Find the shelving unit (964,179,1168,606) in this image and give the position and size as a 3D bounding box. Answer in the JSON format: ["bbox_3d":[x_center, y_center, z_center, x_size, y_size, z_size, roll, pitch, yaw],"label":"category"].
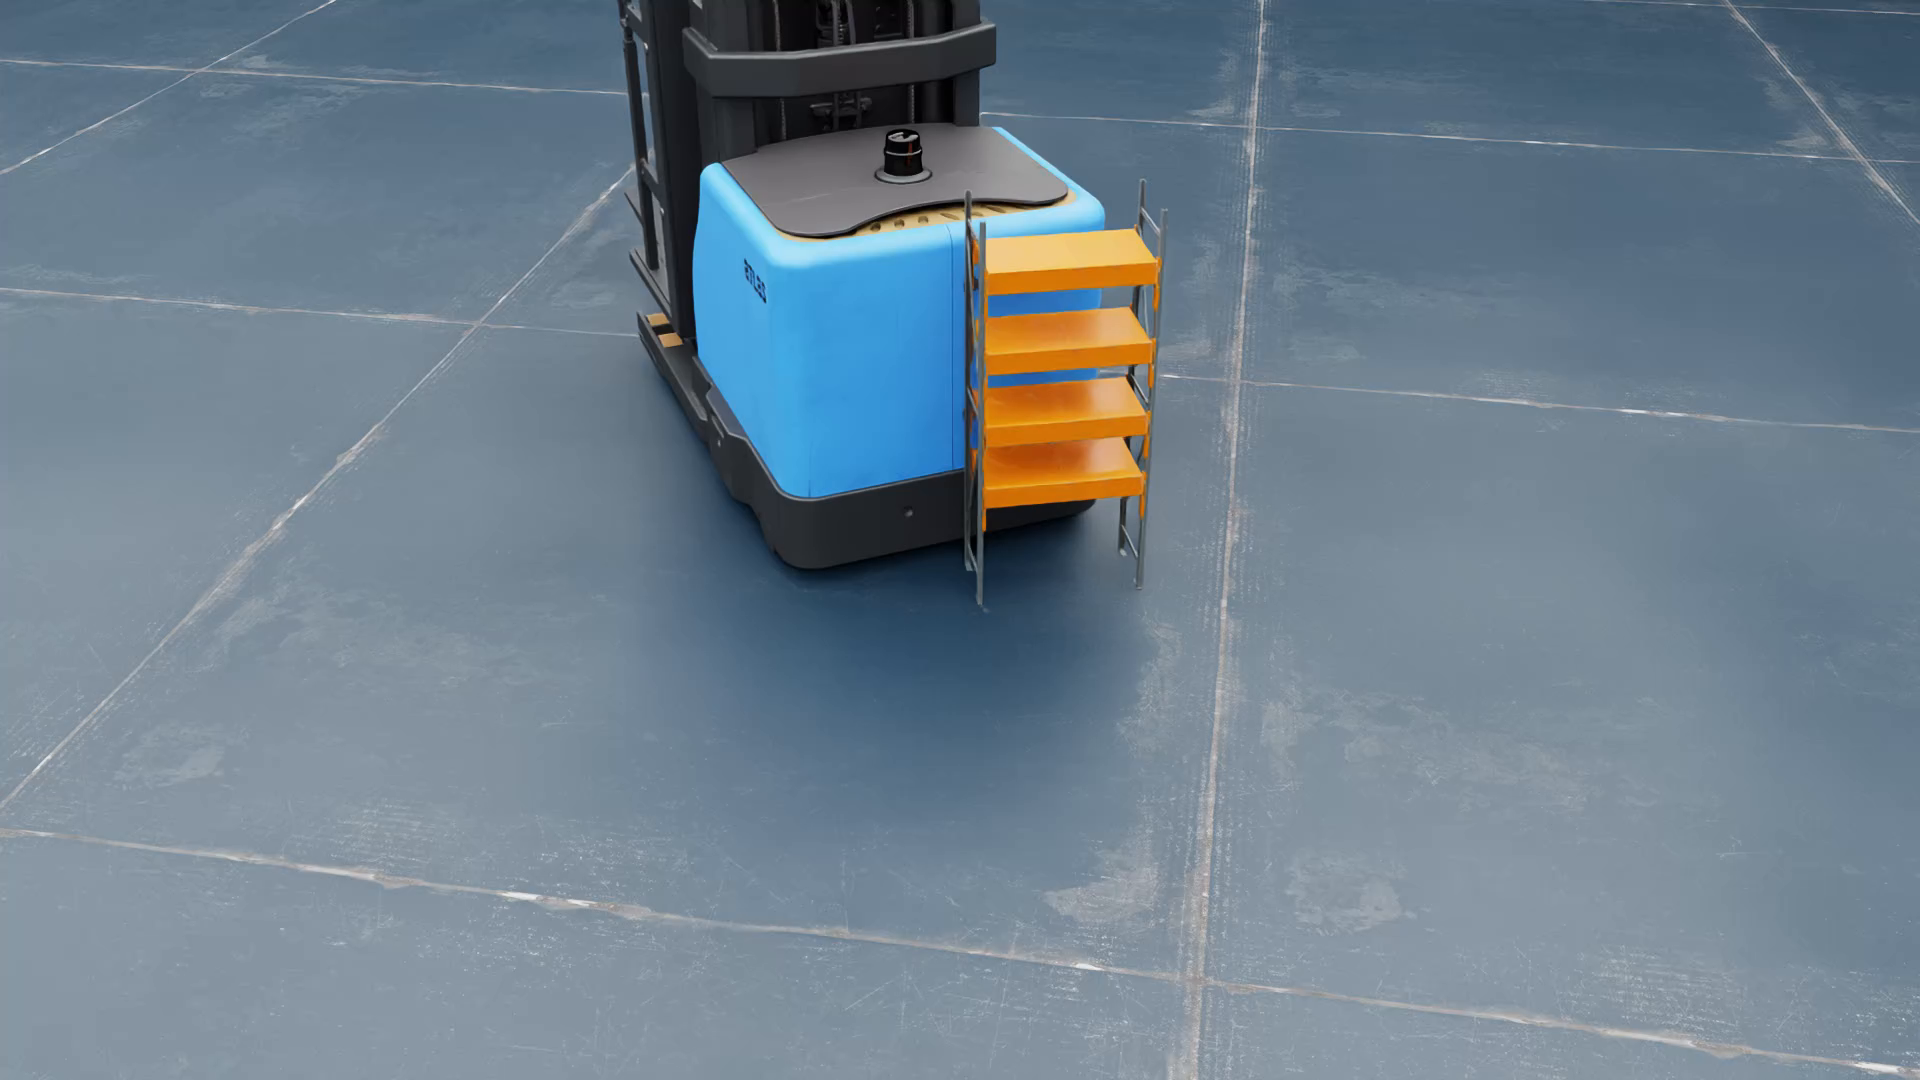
[{"bbox_3d":[0.281,-0.399,4.756,0.503,1.200,0.258,-5,32,-8],"label":"shelving unit"}]

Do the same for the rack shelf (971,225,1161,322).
[{"bbox_3d":[0.281,-0.732,4.547,0.480,0.148,0.258,-5,32,-8],"label":"rack shelf"}]

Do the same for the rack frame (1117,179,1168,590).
[{"bbox_3d":[0.521,-0.421,4.791,0.015,1.200,0.240,-5,32,-8],"label":"rack frame"}]

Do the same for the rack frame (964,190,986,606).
[{"bbox_3d":[0.040,-0.376,4.721,0.015,1.200,0.240,-5,32,-8],"label":"rack frame"}]

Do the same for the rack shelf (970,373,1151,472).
[{"bbox_3d":[0.281,-0.342,4.792,0.480,0.148,0.258,-5,32,-8],"label":"rack shelf"}]

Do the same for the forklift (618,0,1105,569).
[{"bbox_3d":[-0.586,-1.925,5.563,1.130,2.935,3.031,-12,34,-19],"label":"forklift"}]

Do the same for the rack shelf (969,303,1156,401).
[{"bbox_3d":[0.281,-0.531,4.673,0.480,0.148,0.258,-5,32,-8],"label":"rack shelf"}]

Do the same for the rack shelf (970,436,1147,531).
[{"bbox_3d":[0.281,-0.173,4.897,0.480,0.148,0.258,-5,32,-8],"label":"rack shelf"}]
